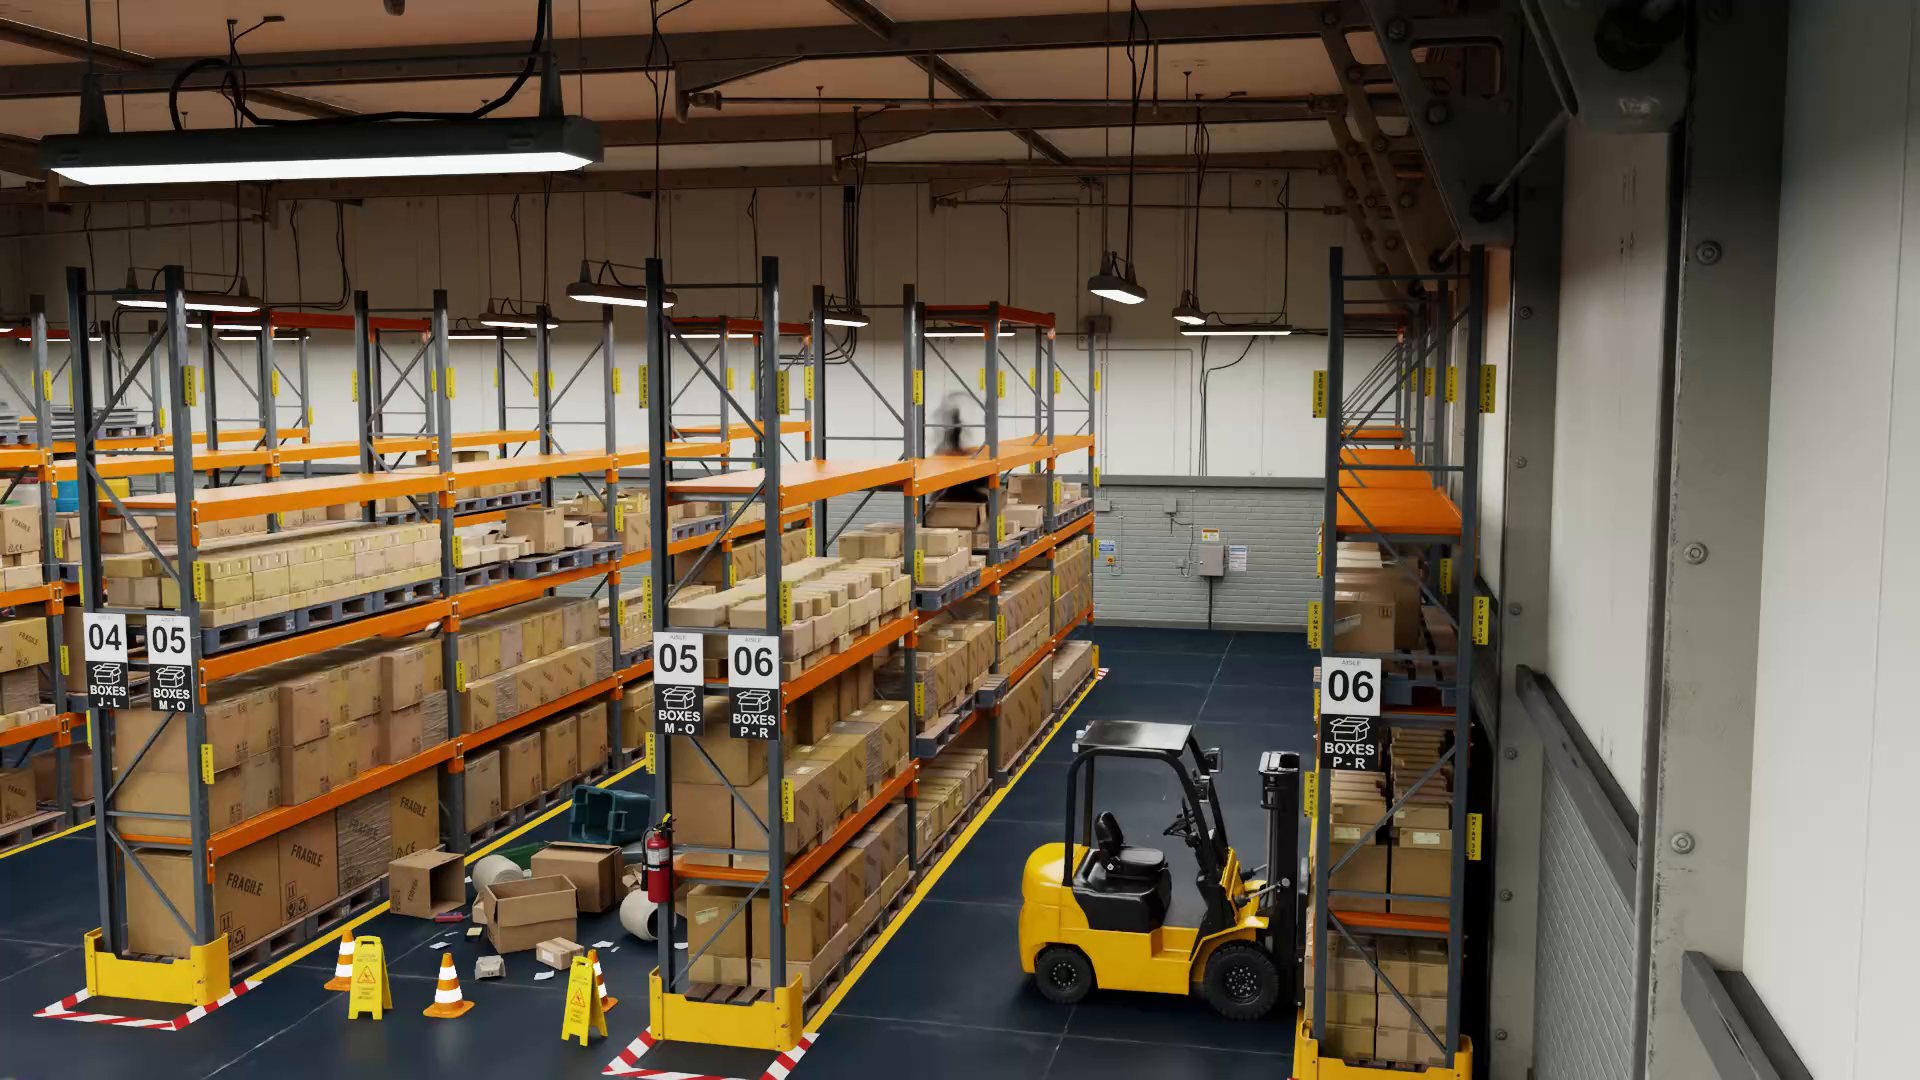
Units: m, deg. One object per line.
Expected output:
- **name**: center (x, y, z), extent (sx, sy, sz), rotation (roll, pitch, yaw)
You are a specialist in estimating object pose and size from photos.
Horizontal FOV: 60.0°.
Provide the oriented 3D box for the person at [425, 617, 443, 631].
- **person**: center (-7.509, 1.854, 24.204), extent (0.671, 1.809, 0.771), rotation (1, 6, 10)
